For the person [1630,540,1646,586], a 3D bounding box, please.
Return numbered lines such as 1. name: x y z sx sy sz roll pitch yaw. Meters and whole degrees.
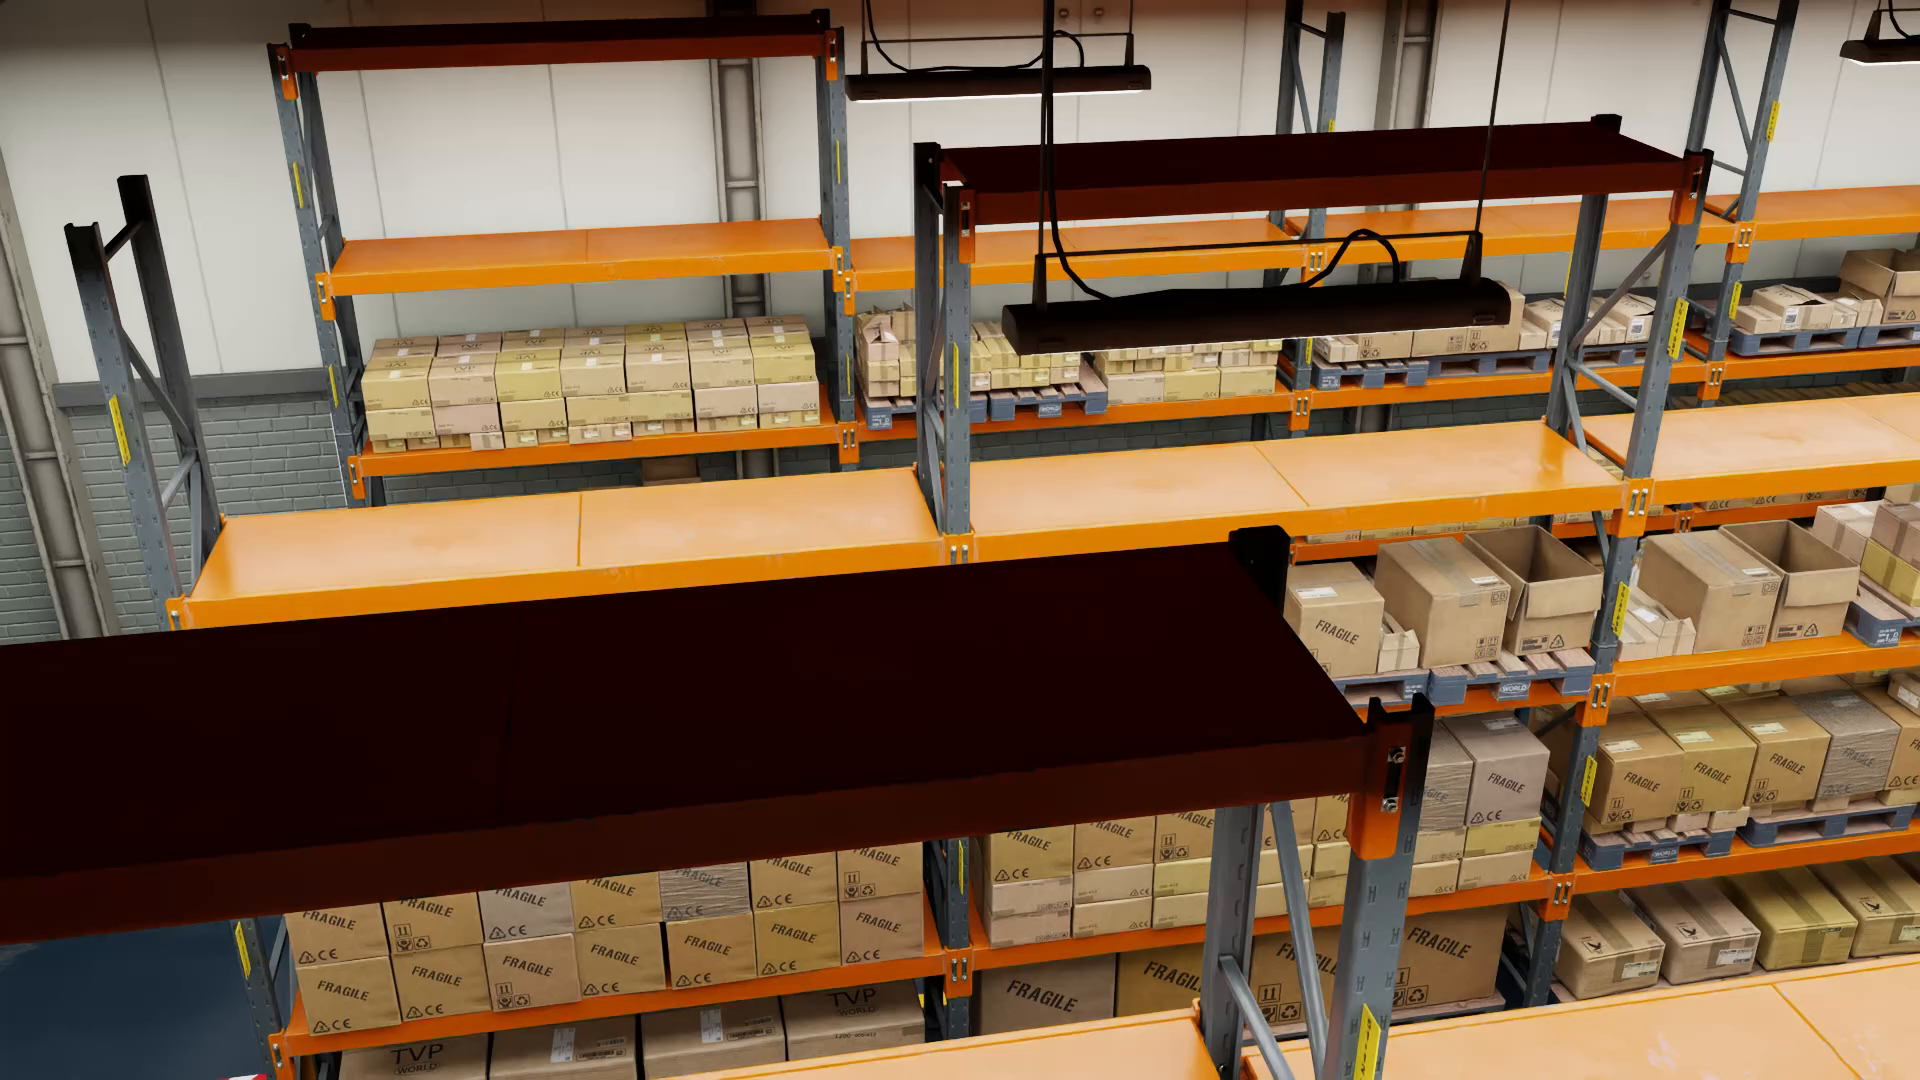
1. person: 6.104 0.781 14.818 0.591 1.721 0.522 -10 28 -20
